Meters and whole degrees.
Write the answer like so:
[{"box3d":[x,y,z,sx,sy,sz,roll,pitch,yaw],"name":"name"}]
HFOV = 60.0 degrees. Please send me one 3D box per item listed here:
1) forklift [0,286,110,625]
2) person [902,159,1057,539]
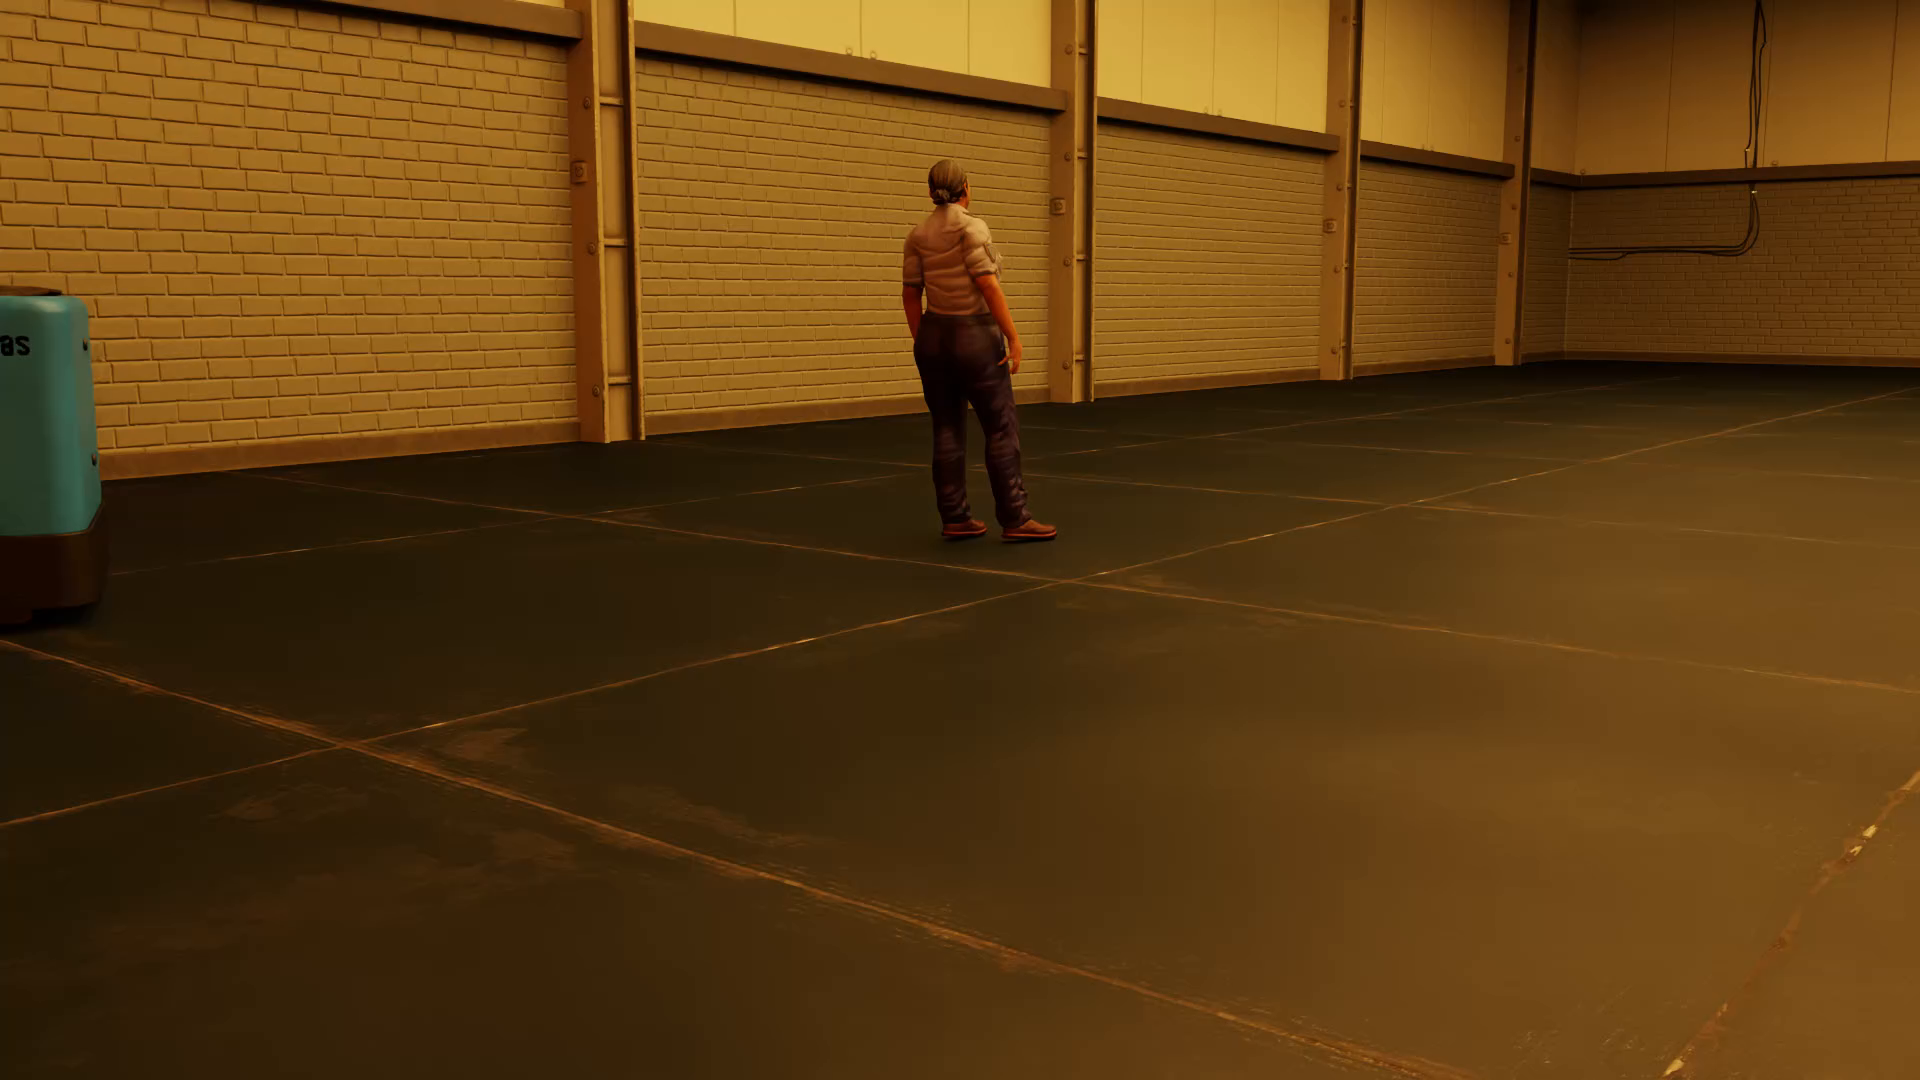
[{"box3d":[-4.425,-1.143,5.095,3.031,2.935,1.130,-4,9,-24],"name":"forklift"},{"box3d":[0.075,-0.826,7.340,0.598,1.643,0.502,7,11,38],"name":"person"}]
